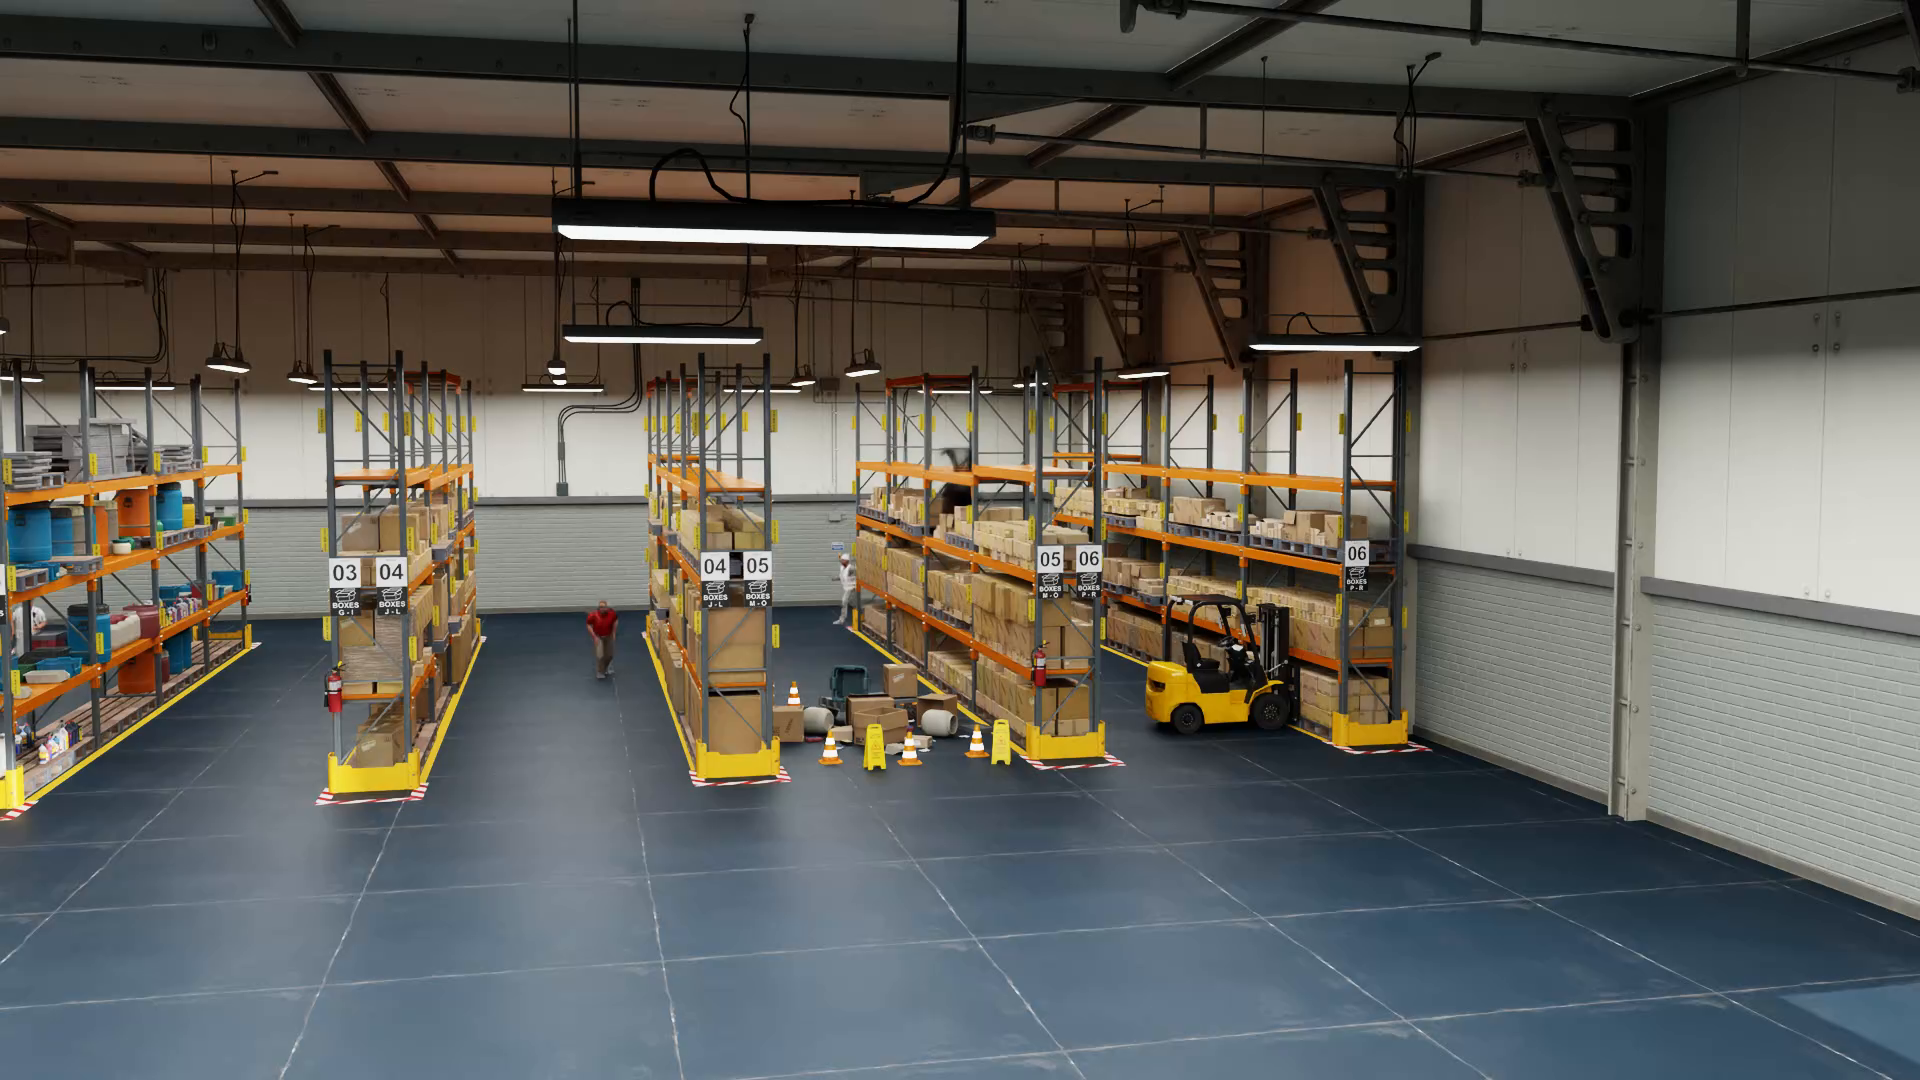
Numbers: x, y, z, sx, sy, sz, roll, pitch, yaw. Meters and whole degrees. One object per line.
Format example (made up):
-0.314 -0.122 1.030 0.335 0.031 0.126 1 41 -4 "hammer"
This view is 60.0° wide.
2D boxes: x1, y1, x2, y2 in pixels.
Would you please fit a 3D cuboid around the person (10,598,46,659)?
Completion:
-17.975 1.891 32.038 0.663 1.754 0.653 -1 4 -18 "person"

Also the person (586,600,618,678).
-7.057 1.936 32.791 0.711 1.576 0.882 -3 5 -36 "person"

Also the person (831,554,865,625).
-2.708 1.218 41.366 1.063 1.746 0.660 -2 4 -23 "person"
